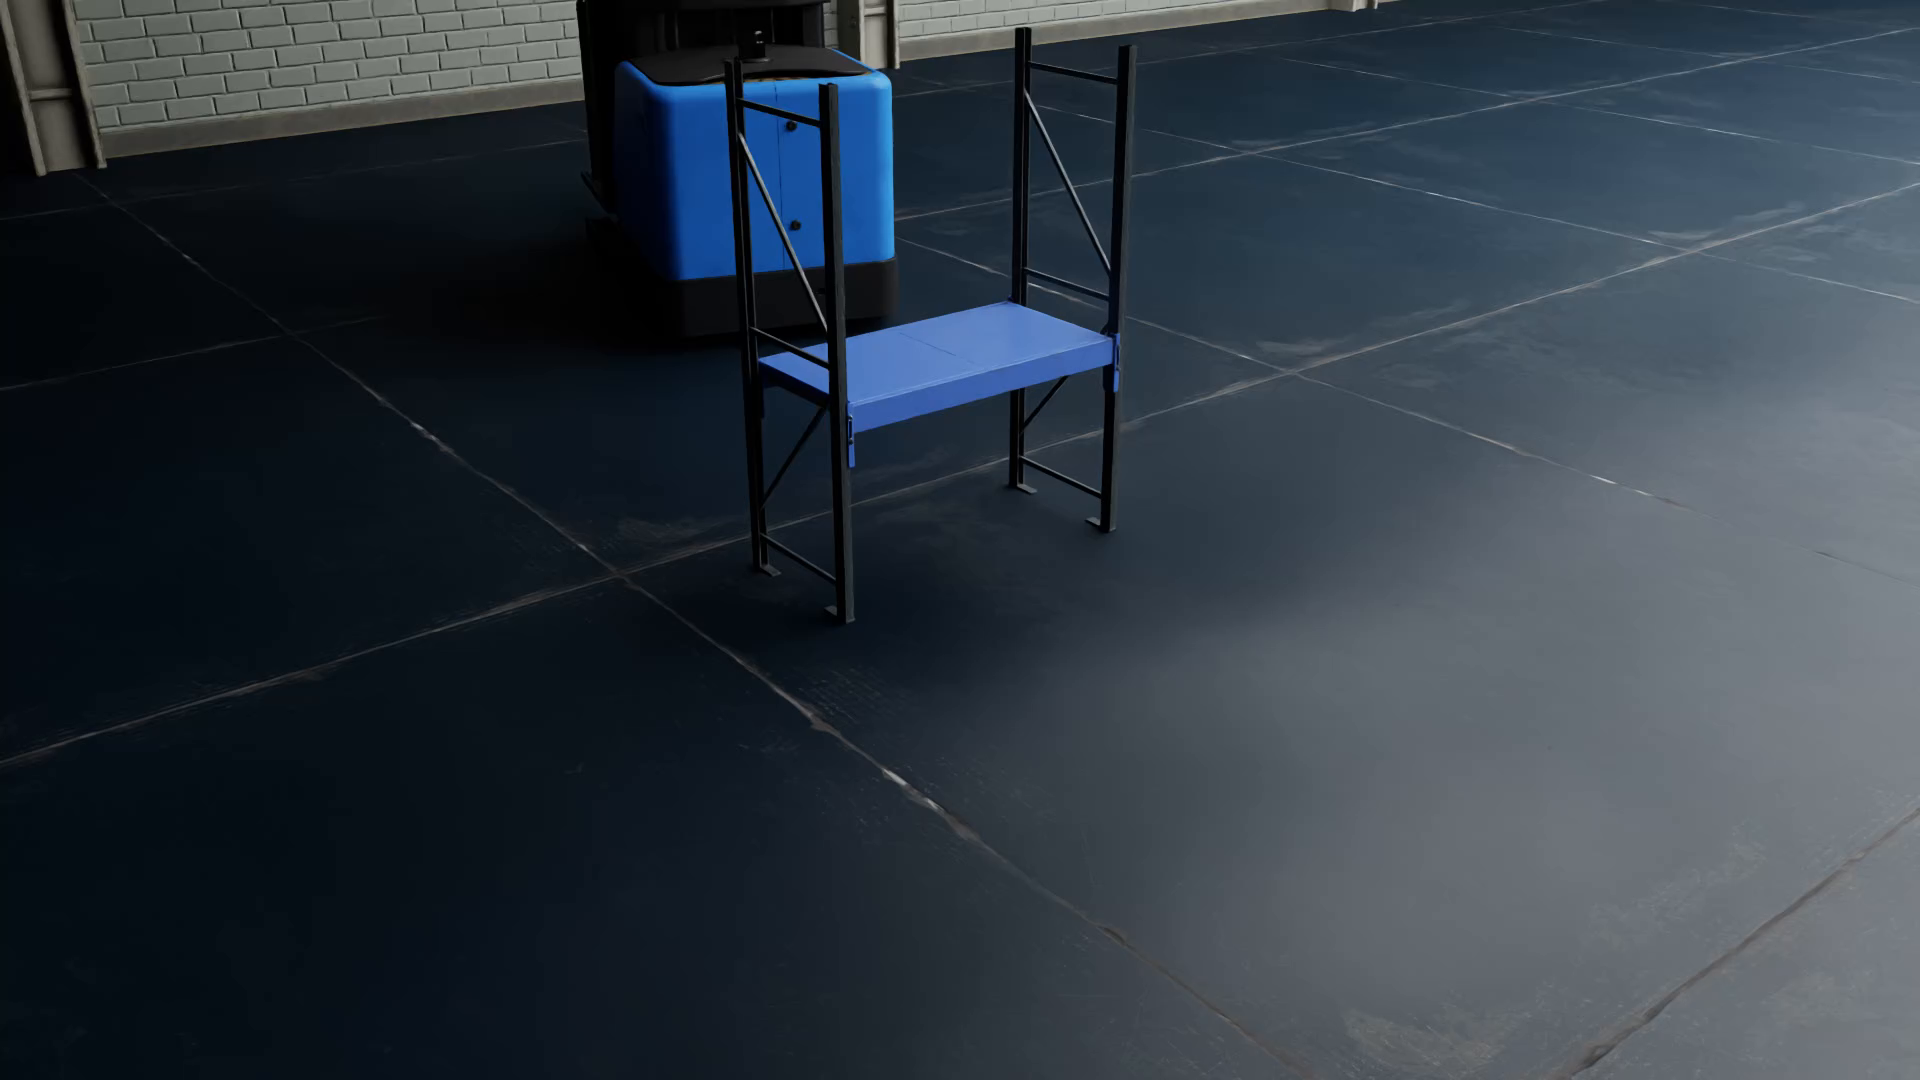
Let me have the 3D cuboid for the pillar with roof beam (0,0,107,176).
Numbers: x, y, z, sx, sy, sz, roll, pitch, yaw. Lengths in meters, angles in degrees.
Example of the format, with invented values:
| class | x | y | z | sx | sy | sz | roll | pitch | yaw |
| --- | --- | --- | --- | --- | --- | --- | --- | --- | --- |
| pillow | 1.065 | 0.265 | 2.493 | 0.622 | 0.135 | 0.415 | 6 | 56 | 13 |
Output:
| class | x | y | z | sx | sy | sz | roll | pitch | yaw |
| --- | --- | --- | --- | --- | --- | --- | --- | --- | --- |
| pillar with roof beam | -2.800 | -4.930 | 5.184 | 0.400 | 9.000 | 9.100 | -18 | 31 | -34 |

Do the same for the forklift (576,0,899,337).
| class | x | y | z | sx | sy | sz | roll | pitch | yaw |
| --- | --- | --- | --- | --- | --- | --- | --- | --- | --- |
| forklift | -1.249 | -2.765 | 7.725 | 1.130 | 2.935 | 3.031 | -9 | 26 | -18 |

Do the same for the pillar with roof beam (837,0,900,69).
| class | x | y | z | sx | sy | sz | roll | pitch | yaw |
| --- | --- | --- | --- | --- | --- | --- | --- | --- | --- |
| pillar with roof beam | 1.921 | -6.489 | 8.542 | 0.400 | 9.000 | 9.100 | -18 | 31 | -34 |

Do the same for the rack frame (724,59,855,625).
| class | x | y | z | sx | sy | sz | roll | pitch | yaw |
| --- | --- | --- | --- | --- | --- | --- | --- | --- | --- |
| rack frame | -0.467 | -0.526 | 4.602 | 0.032 | 1.500 | 0.500 | -18 | 31 | -34 |

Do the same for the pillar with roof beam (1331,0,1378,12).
| class | x | y | z | sx | sy | sz | roll | pitch | yaw |
| --- | --- | --- | --- | --- | --- | --- | --- | --- | --- |
| pillar with roof beam | 6.643 | -8.048 | 11.901 | 0.400 | 9.000 | 9.100 | -18 | 31 | -34 |

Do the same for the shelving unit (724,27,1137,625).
| class | x | y | z | sx | sy | sz | roll | pitch | yaw |
| --- | --- | --- | --- | --- | --- | --- | --- | --- | --- |
| shelving unit | -0.067 | -0.658 | 4.887 | 1.048 | 1.500 | 0.538 | -18 | 31 | -34 |

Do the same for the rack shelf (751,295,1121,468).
| class | x | y | z | sx | sy | sz | roll | pitch | yaw |
| --- | --- | --- | --- | --- | --- | --- | --- | --- | --- |
| rack shelf | -0.067 | -0.495 | 4.962 | 1.000 | 0.185 | 0.538 | -18 | 31 | -34 |

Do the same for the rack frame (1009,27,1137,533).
| class | x | y | z | sx | sy | sz | roll | pitch | yaw |
| --- | --- | --- | --- | --- | --- | --- | --- | --- | --- |
| rack frame | 0.333 | -0.790 | 5.171 | 0.032 | 1.500 | 0.500 | -18 | 31 | -34 |
